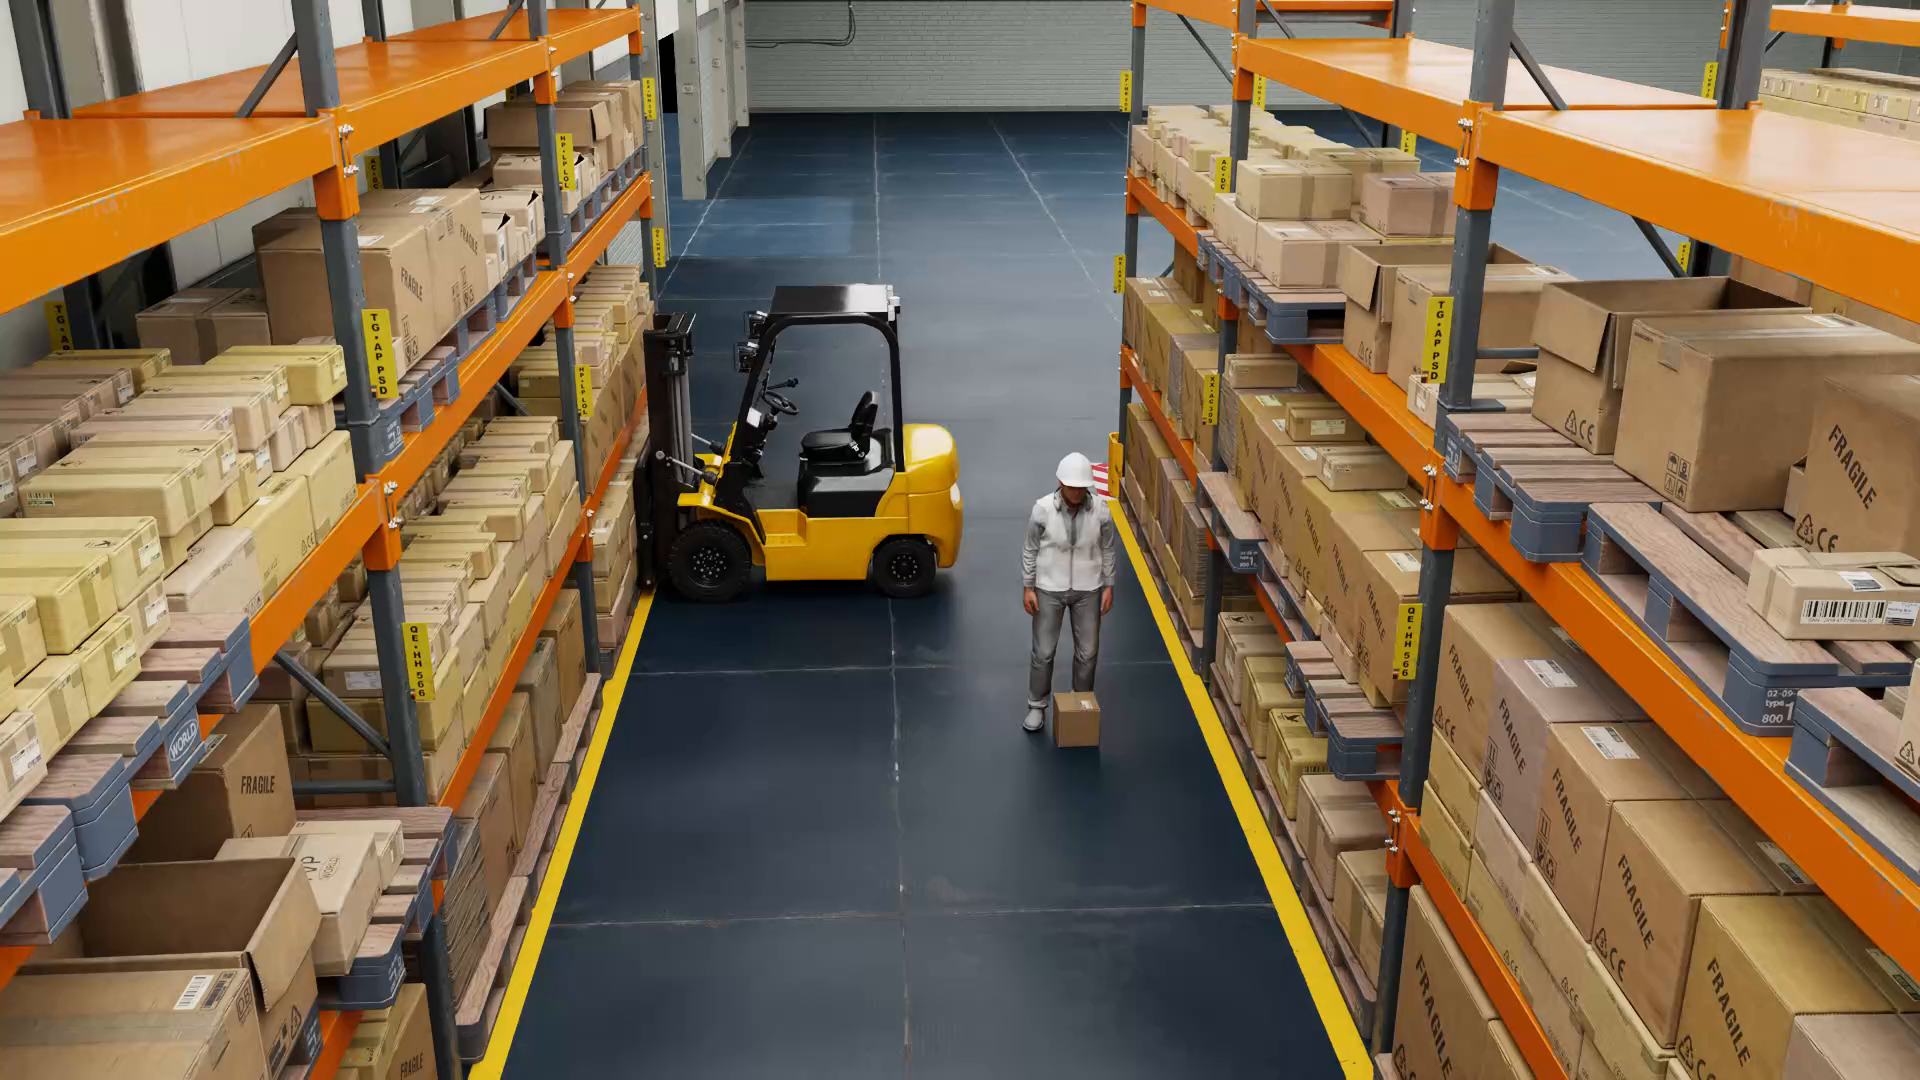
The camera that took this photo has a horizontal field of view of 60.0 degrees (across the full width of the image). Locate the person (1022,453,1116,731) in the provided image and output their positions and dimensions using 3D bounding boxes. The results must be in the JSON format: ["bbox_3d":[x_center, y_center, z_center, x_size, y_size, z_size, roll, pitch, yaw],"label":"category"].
[{"bbox_3d":[0.666,0.304,10.217,0.580,1.769,0.461,-1,20,-4],"label":"person"}]
